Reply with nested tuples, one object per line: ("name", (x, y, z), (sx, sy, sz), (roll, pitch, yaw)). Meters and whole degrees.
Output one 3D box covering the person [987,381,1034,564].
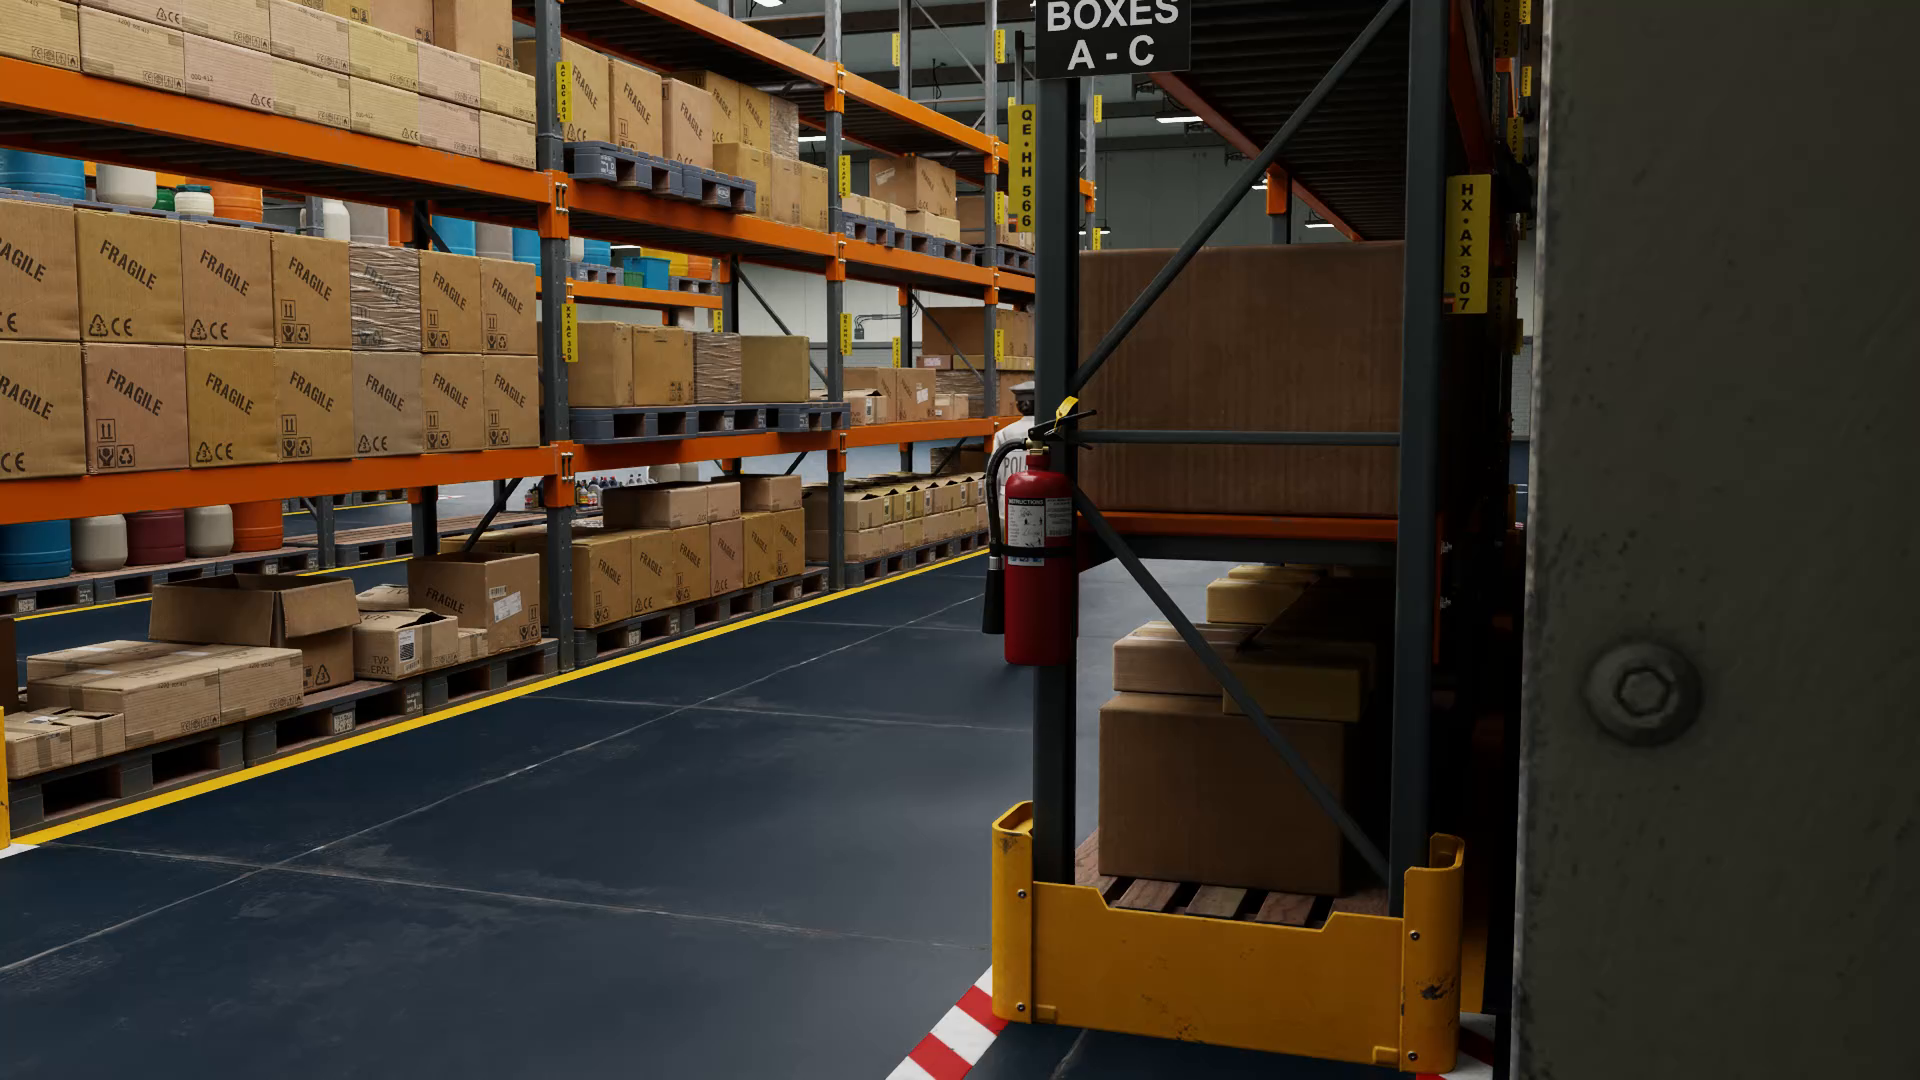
("person", (0.420, -0.099, 9.785), (0.528, 1.664, 0.403), (2, 6, 19))
